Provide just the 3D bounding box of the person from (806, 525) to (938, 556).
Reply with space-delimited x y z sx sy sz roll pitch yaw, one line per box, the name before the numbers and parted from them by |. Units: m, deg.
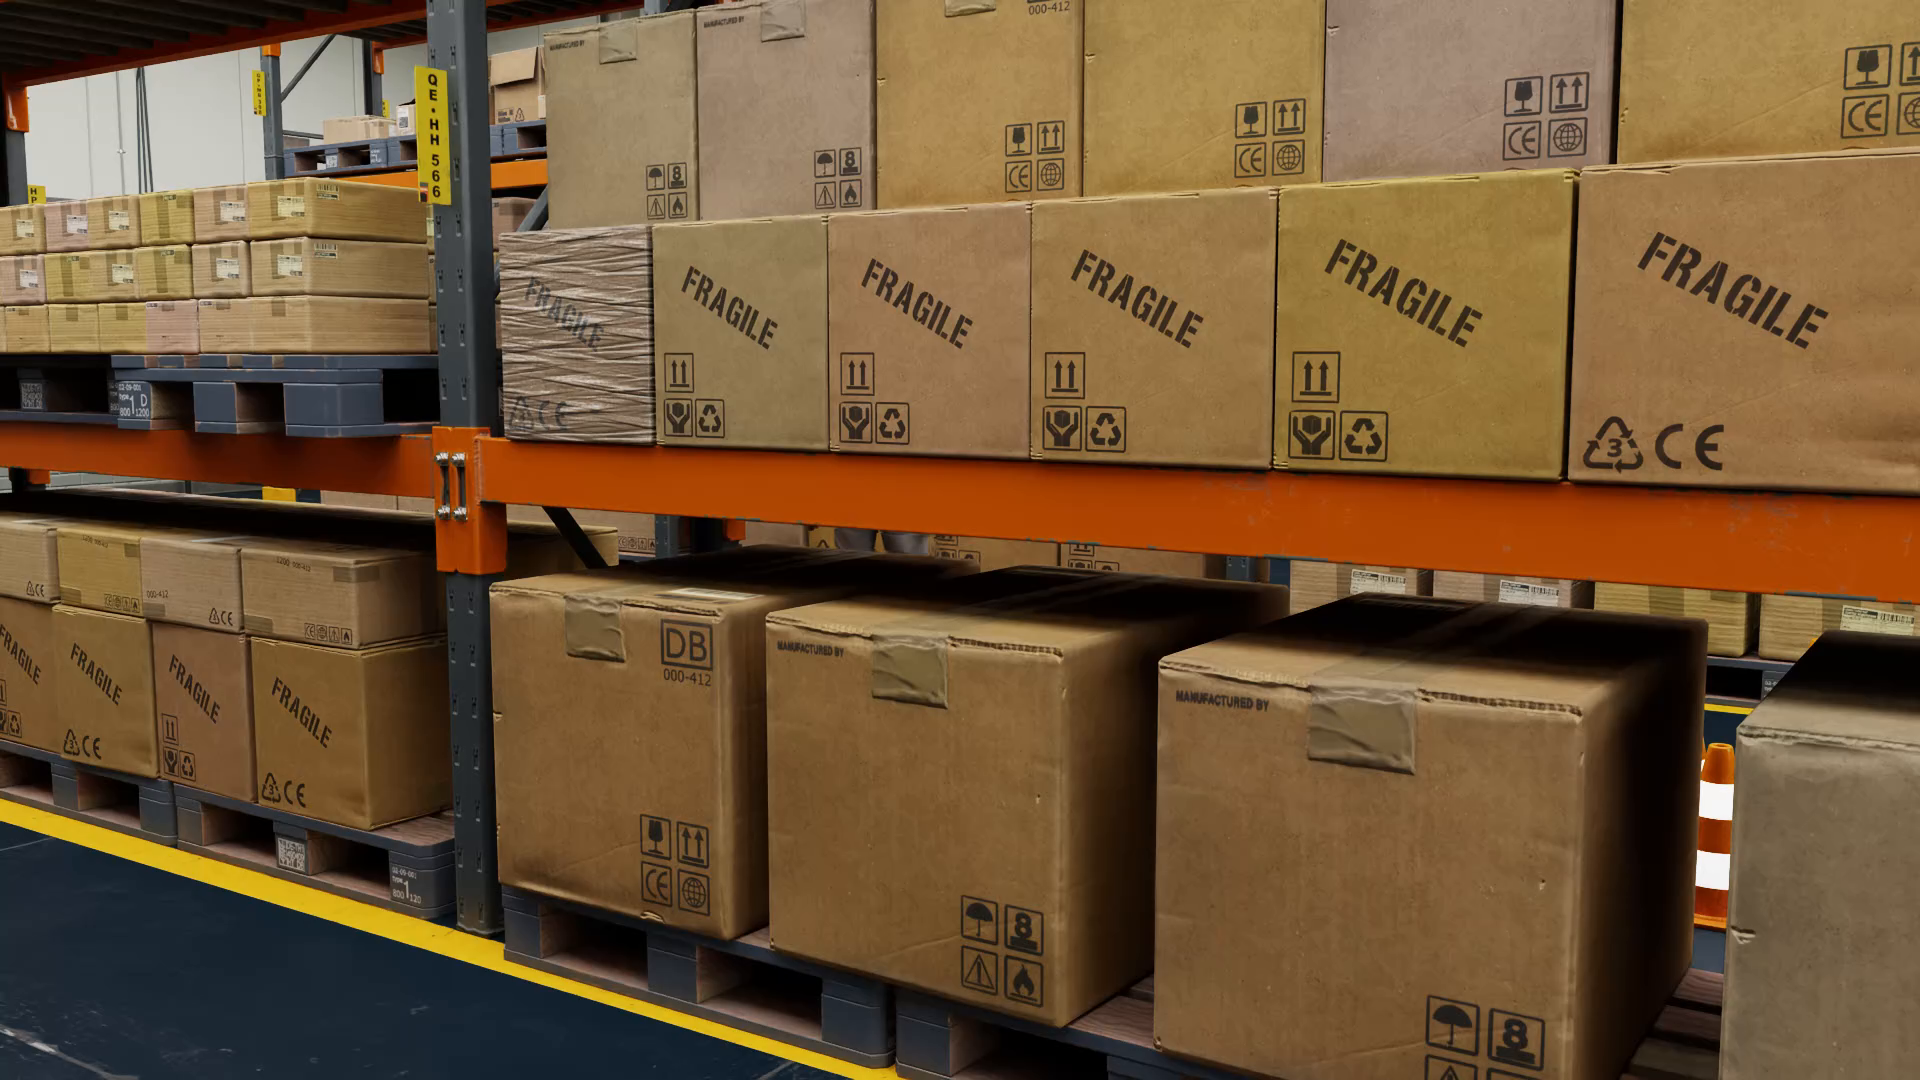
person | -0.379 -0.163 7.200 0.678 1.793 0.378 1 6 13
